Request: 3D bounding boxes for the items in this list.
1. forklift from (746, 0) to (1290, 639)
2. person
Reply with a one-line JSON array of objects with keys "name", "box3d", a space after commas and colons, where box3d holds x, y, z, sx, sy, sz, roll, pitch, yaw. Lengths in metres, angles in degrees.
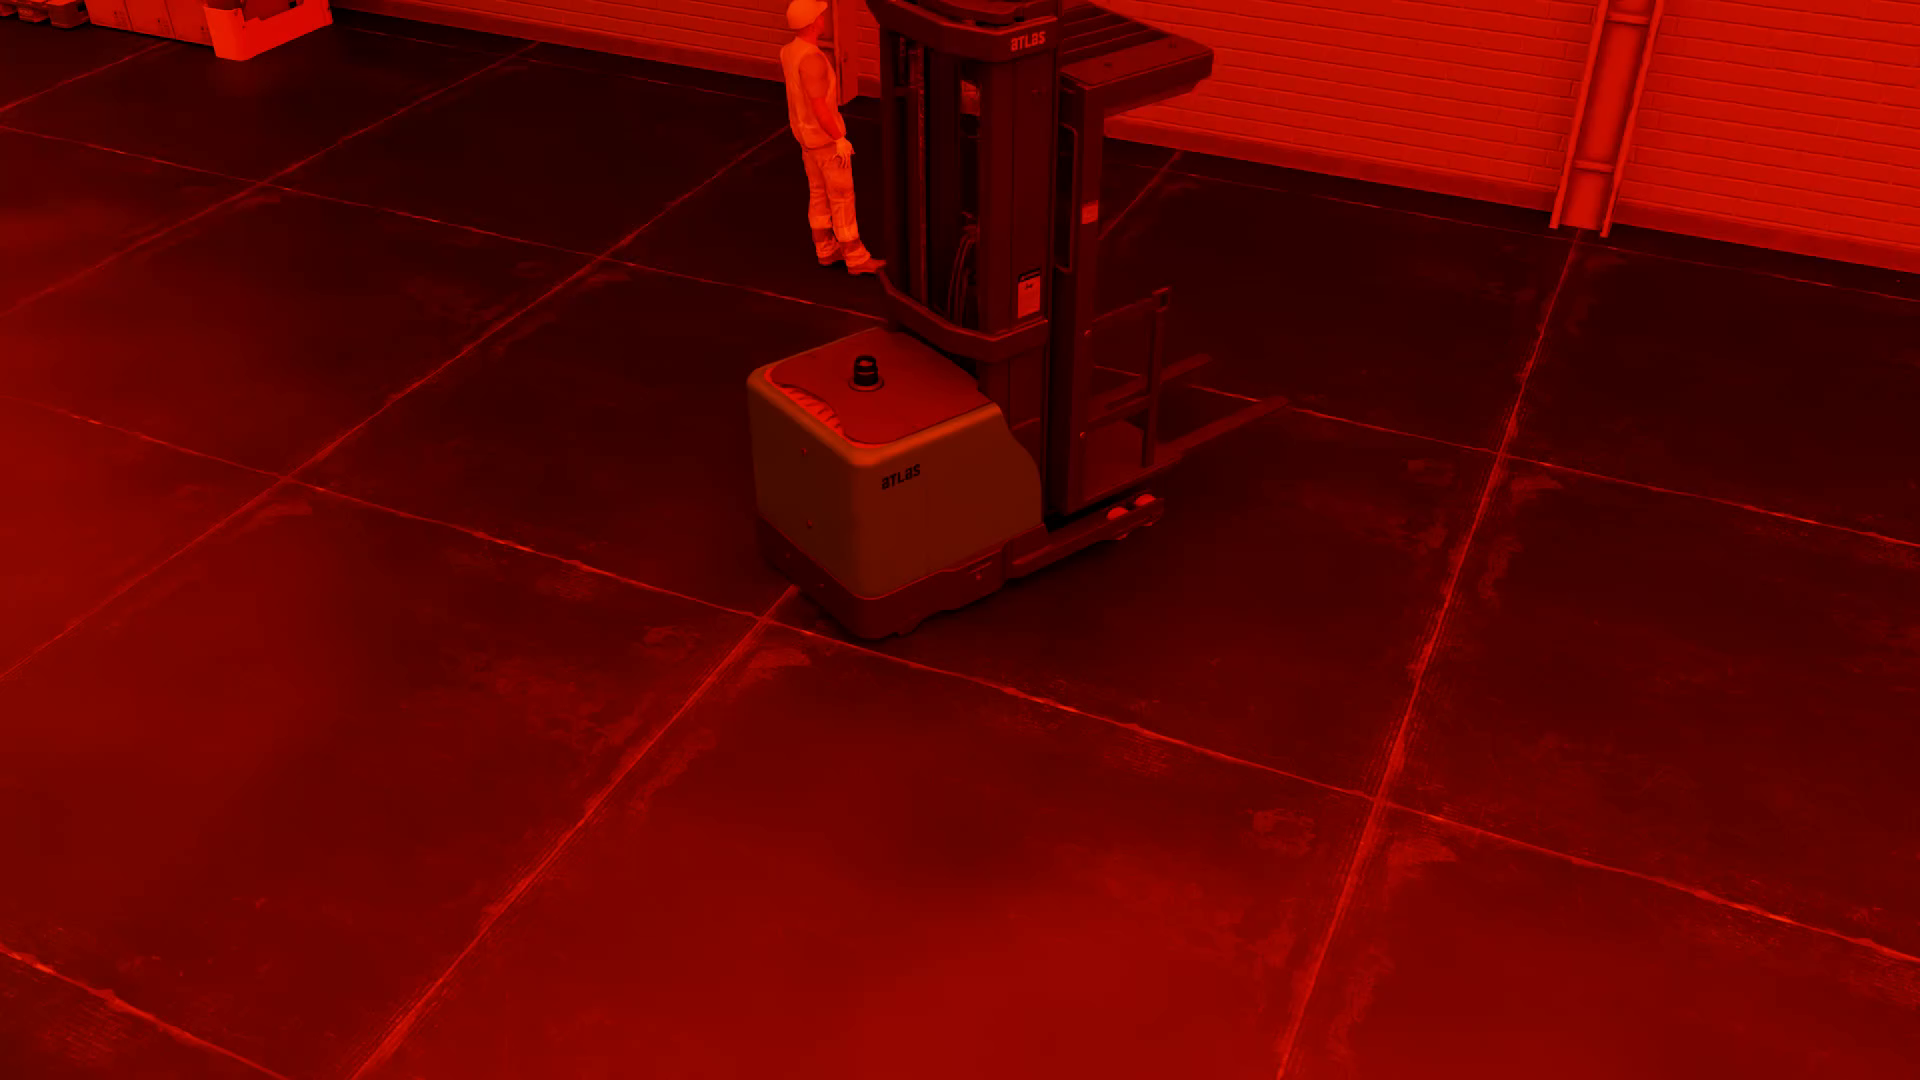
[{"name": "forklift", "box3d": [0.448, -1.417, 8.073, 3.031, 2.935, 1.130, -24, 42, -30]}, {"name": "person", "box3d": [-0.819, -2.611, 10.718, 0.566, 1.786, 0.637, -15, 38, -20]}]
